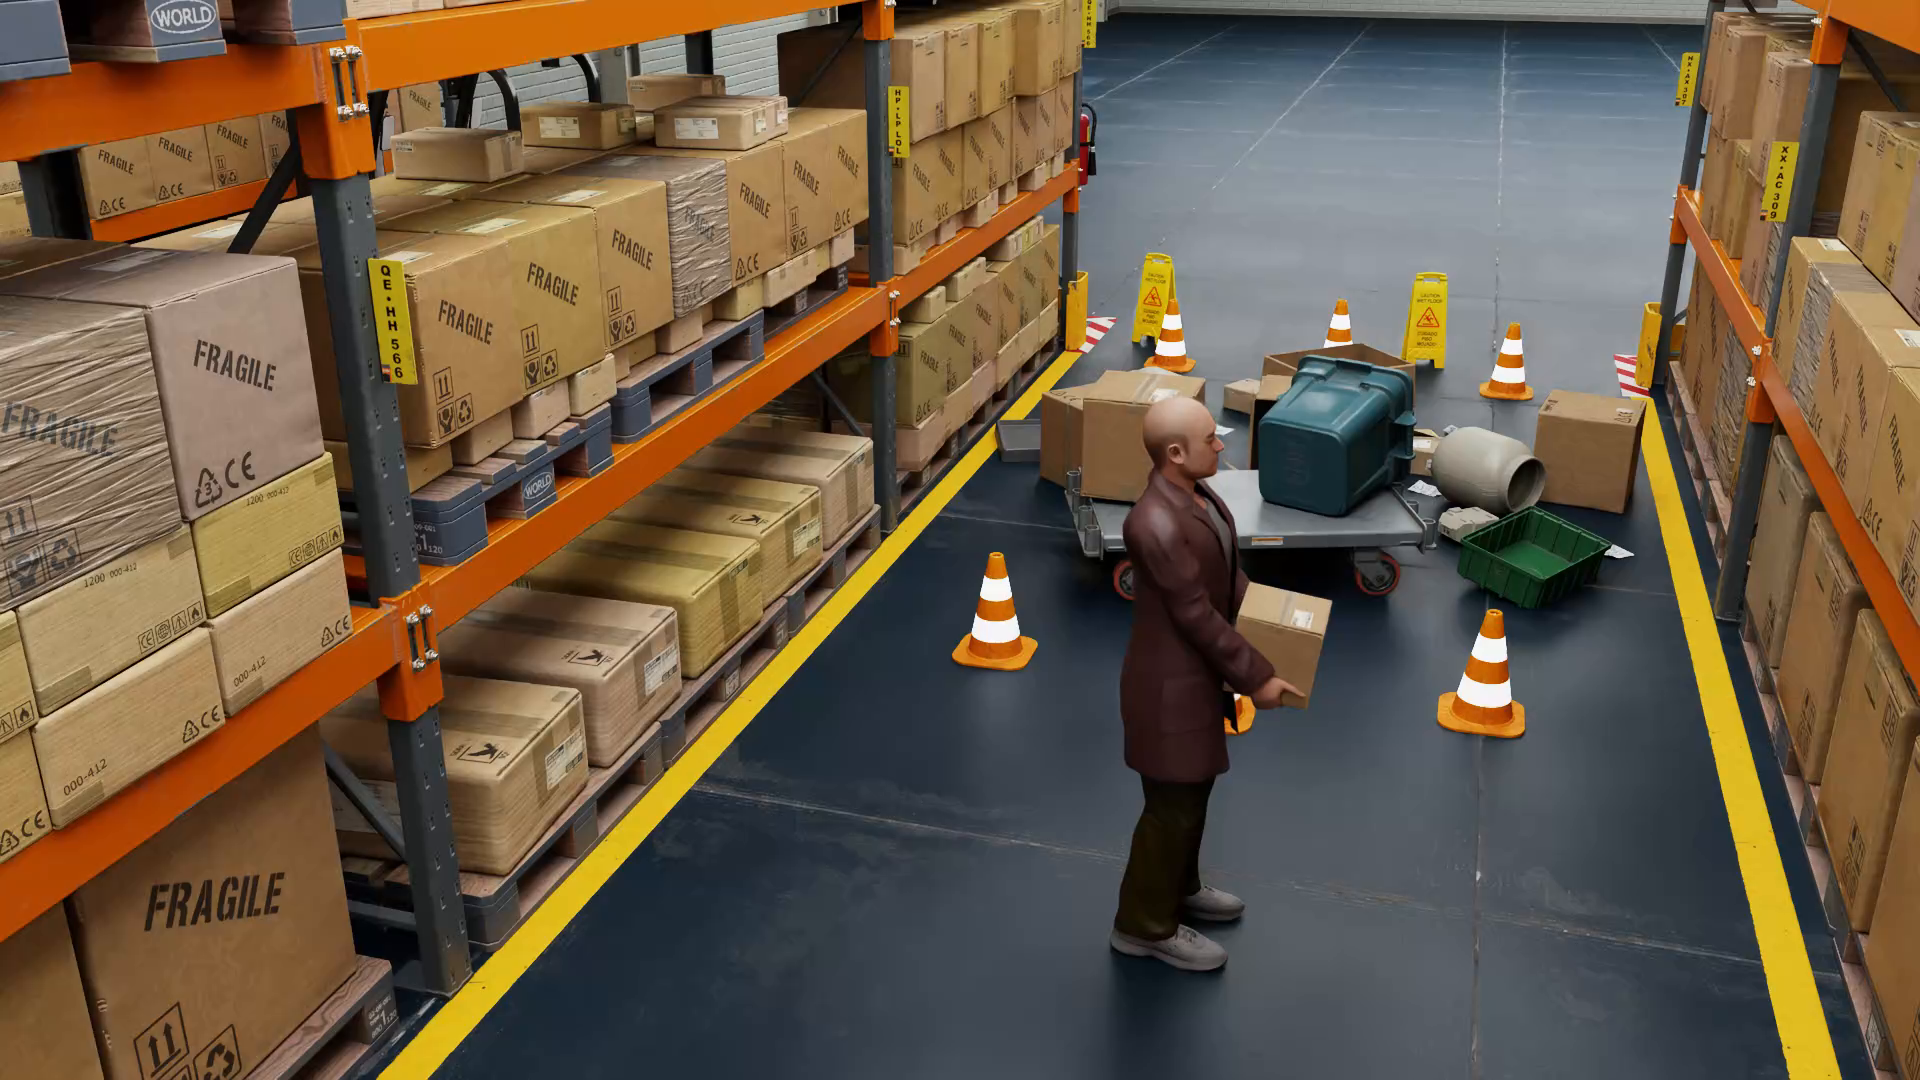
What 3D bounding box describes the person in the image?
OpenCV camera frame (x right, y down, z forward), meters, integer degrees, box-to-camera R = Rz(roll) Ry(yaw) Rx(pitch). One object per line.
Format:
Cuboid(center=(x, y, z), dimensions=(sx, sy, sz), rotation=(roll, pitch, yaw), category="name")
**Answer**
Cuboid(center=(0.767, 0.442, 4.998), dimensions=(0.551, 1.778, 0.524), rotation=(6, 23, 16), category="person")
